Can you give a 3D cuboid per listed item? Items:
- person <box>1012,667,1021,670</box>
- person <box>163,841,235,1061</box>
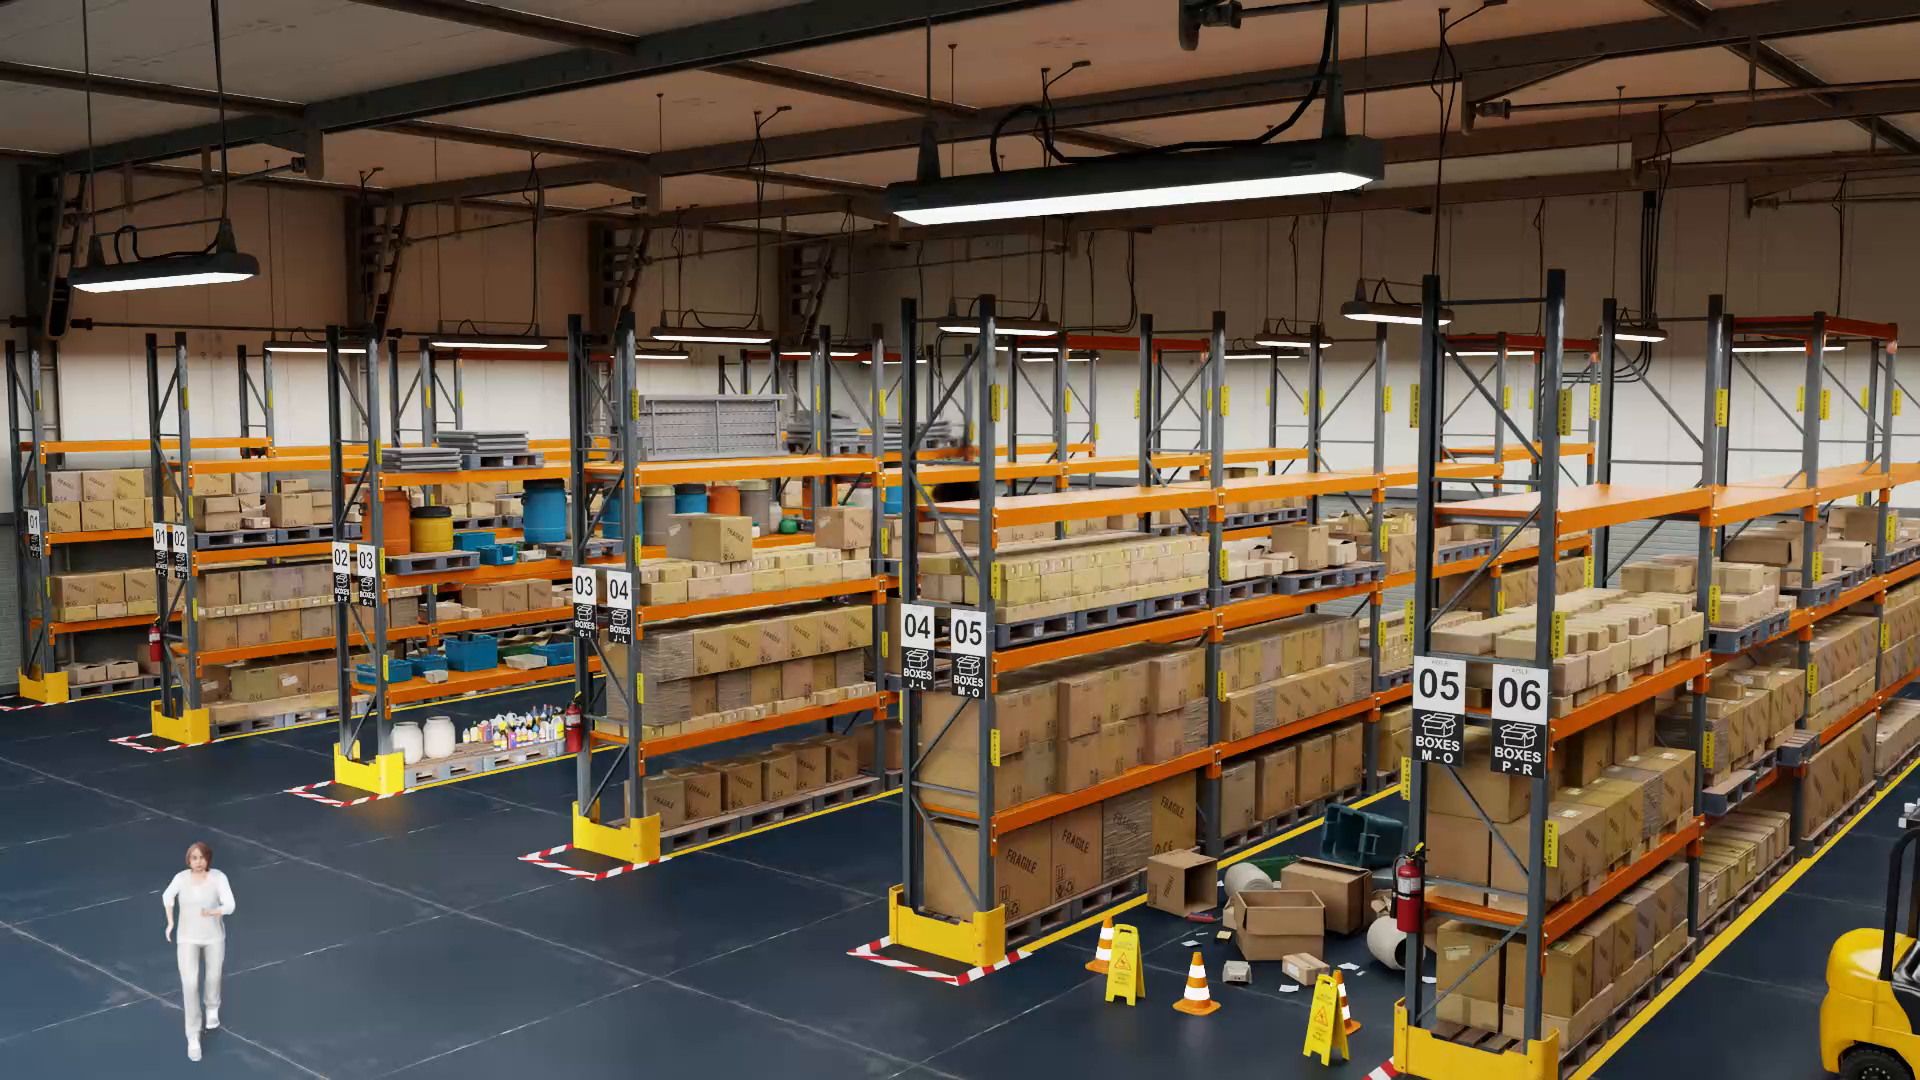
[{"bbox_3d":[0.774,2.242,20.671,0.536,1.579,0.465,4,6,36],"label":"person"},{"bbox_3d":[-5.987,3.183,13.113,0.510,1.643,0.737,-2,6,-25],"label":"person"}]
